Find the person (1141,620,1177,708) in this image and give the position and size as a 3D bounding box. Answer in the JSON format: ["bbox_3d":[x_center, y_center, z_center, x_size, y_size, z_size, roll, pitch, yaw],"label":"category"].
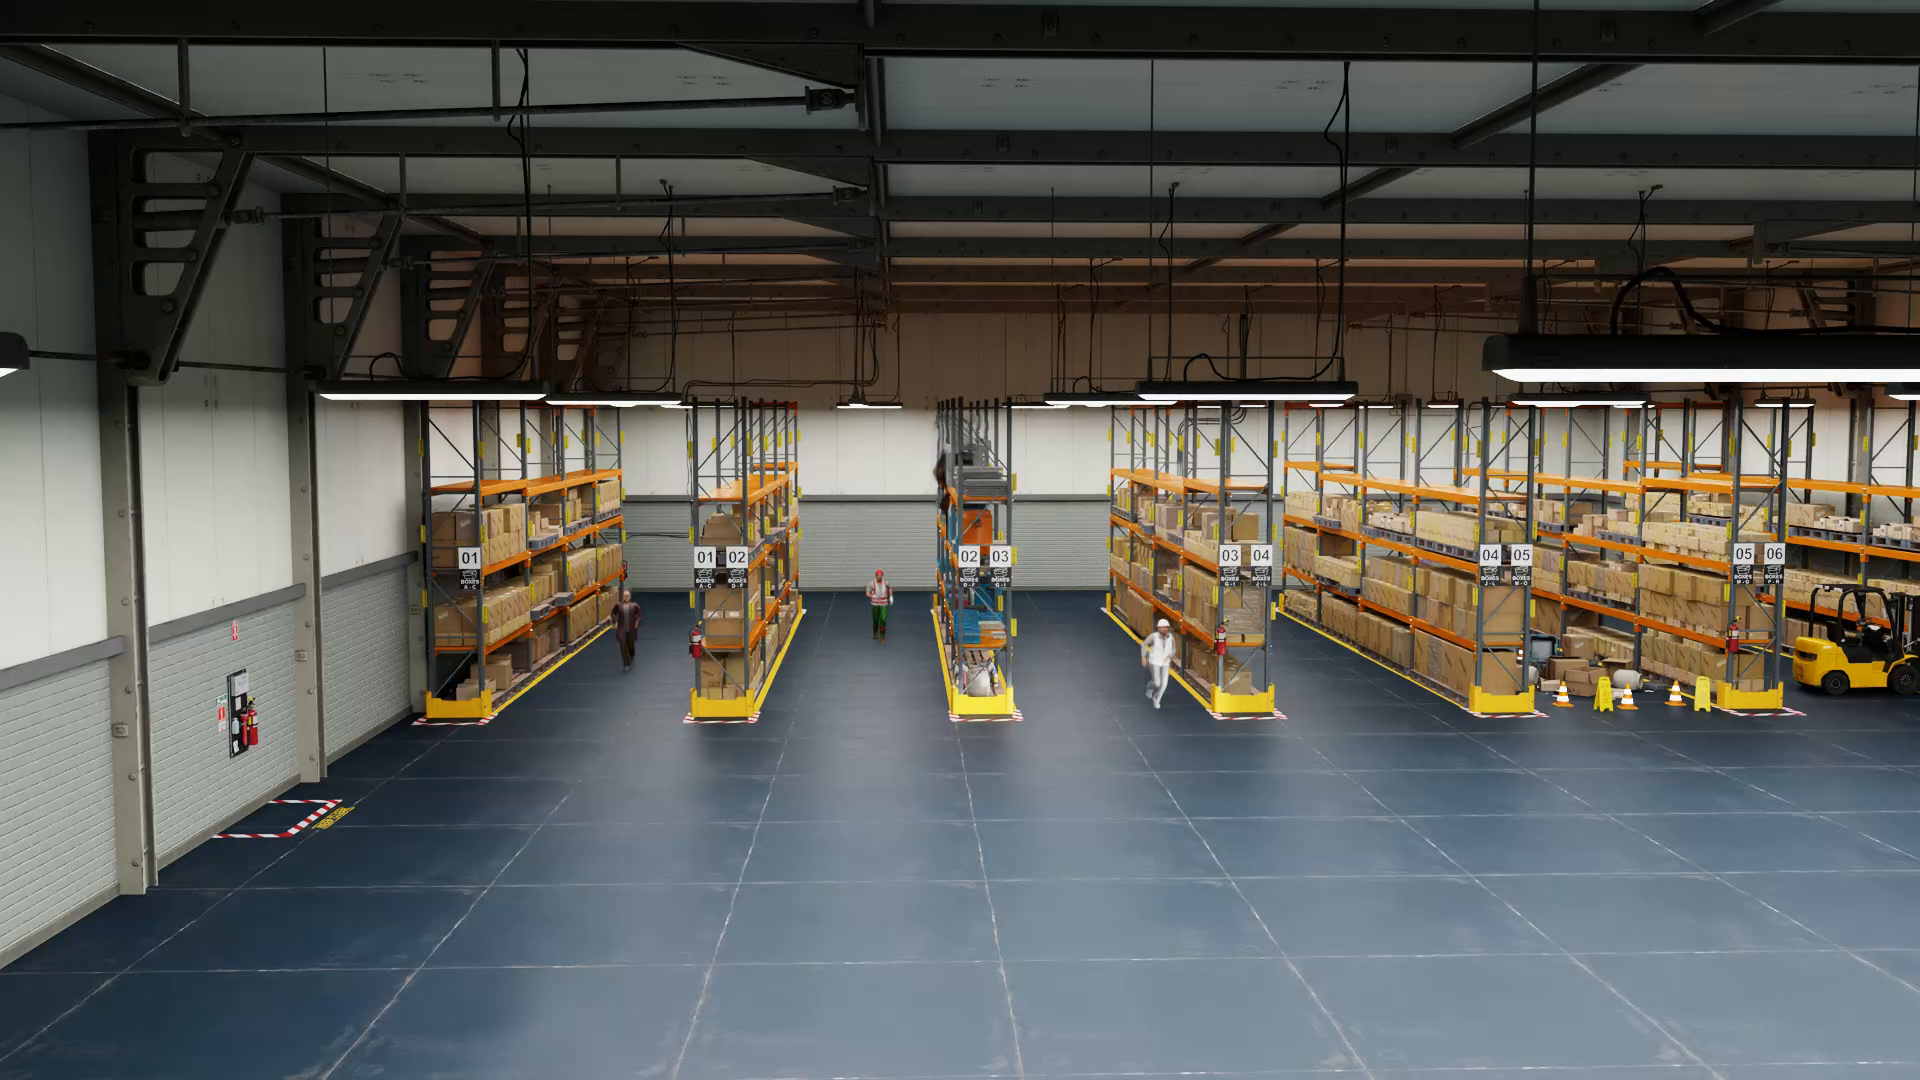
[{"bbox_3d":[3.860,2.381,32.286,0.660,1.715,0.603,-1,5,-18],"label":"person"}]

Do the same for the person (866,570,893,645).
[{"bbox_3d":[-2.001,1.647,41.243,0.680,1.839,0.842,-1,4,-9],"label":"person"}]

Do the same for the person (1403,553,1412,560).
[{"bbox_3d":[13.113,1.057,49.100,0.728,1.797,0.671,-1,4,-11],"label":"person"}]

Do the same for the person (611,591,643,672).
[{"bbox_3d":[-7.397,2.010,36.913,0.711,1.765,0.880,-1,4,-7],"label":"person"}]
